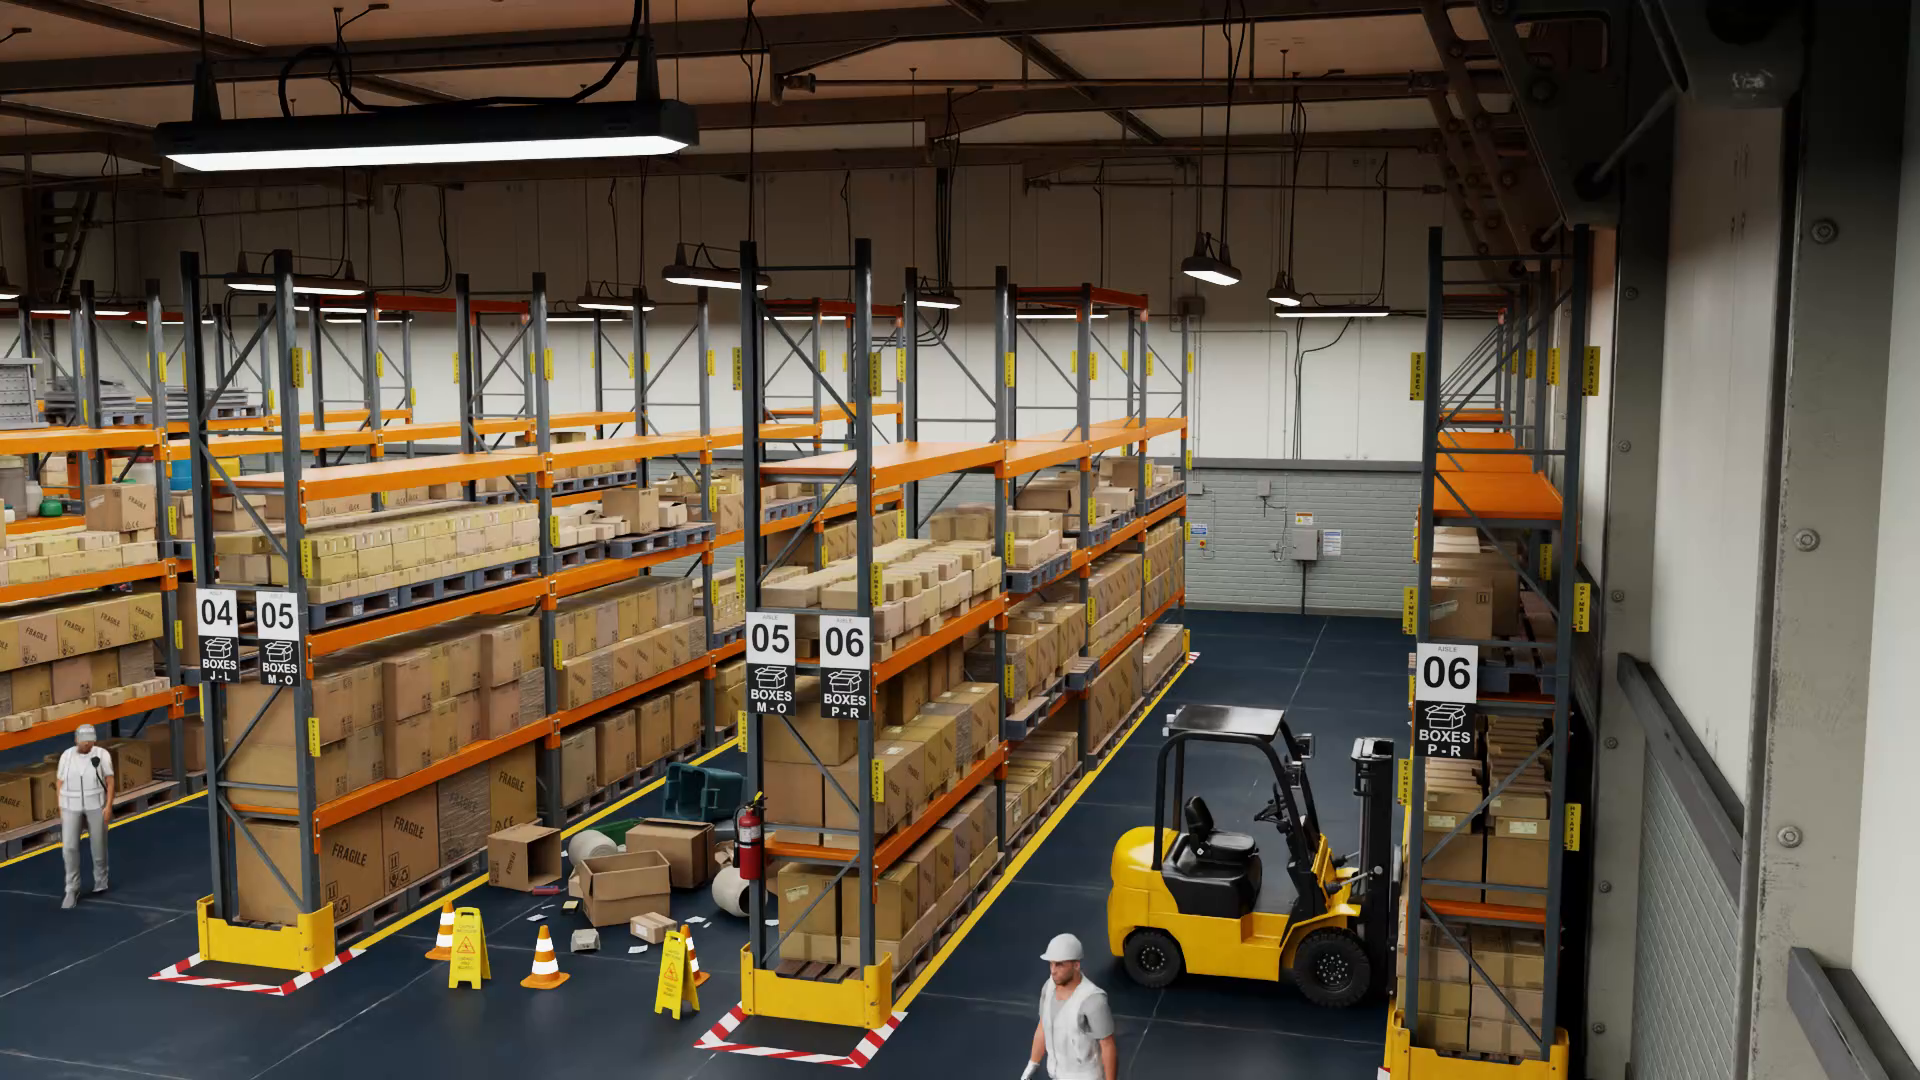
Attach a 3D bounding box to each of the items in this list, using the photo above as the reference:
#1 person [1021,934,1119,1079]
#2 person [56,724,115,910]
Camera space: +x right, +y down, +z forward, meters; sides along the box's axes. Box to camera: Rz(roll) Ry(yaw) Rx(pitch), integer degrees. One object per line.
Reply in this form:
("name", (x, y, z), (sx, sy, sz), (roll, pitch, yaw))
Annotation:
("person", (0.617, 3.177, 9.801), (0.949, 1.736, 0.561), (-4, 7, -29))
("person", (-8.305, 2.590, 15.808), (0.504, 1.688, 0.678), (-3, 7, -24))
